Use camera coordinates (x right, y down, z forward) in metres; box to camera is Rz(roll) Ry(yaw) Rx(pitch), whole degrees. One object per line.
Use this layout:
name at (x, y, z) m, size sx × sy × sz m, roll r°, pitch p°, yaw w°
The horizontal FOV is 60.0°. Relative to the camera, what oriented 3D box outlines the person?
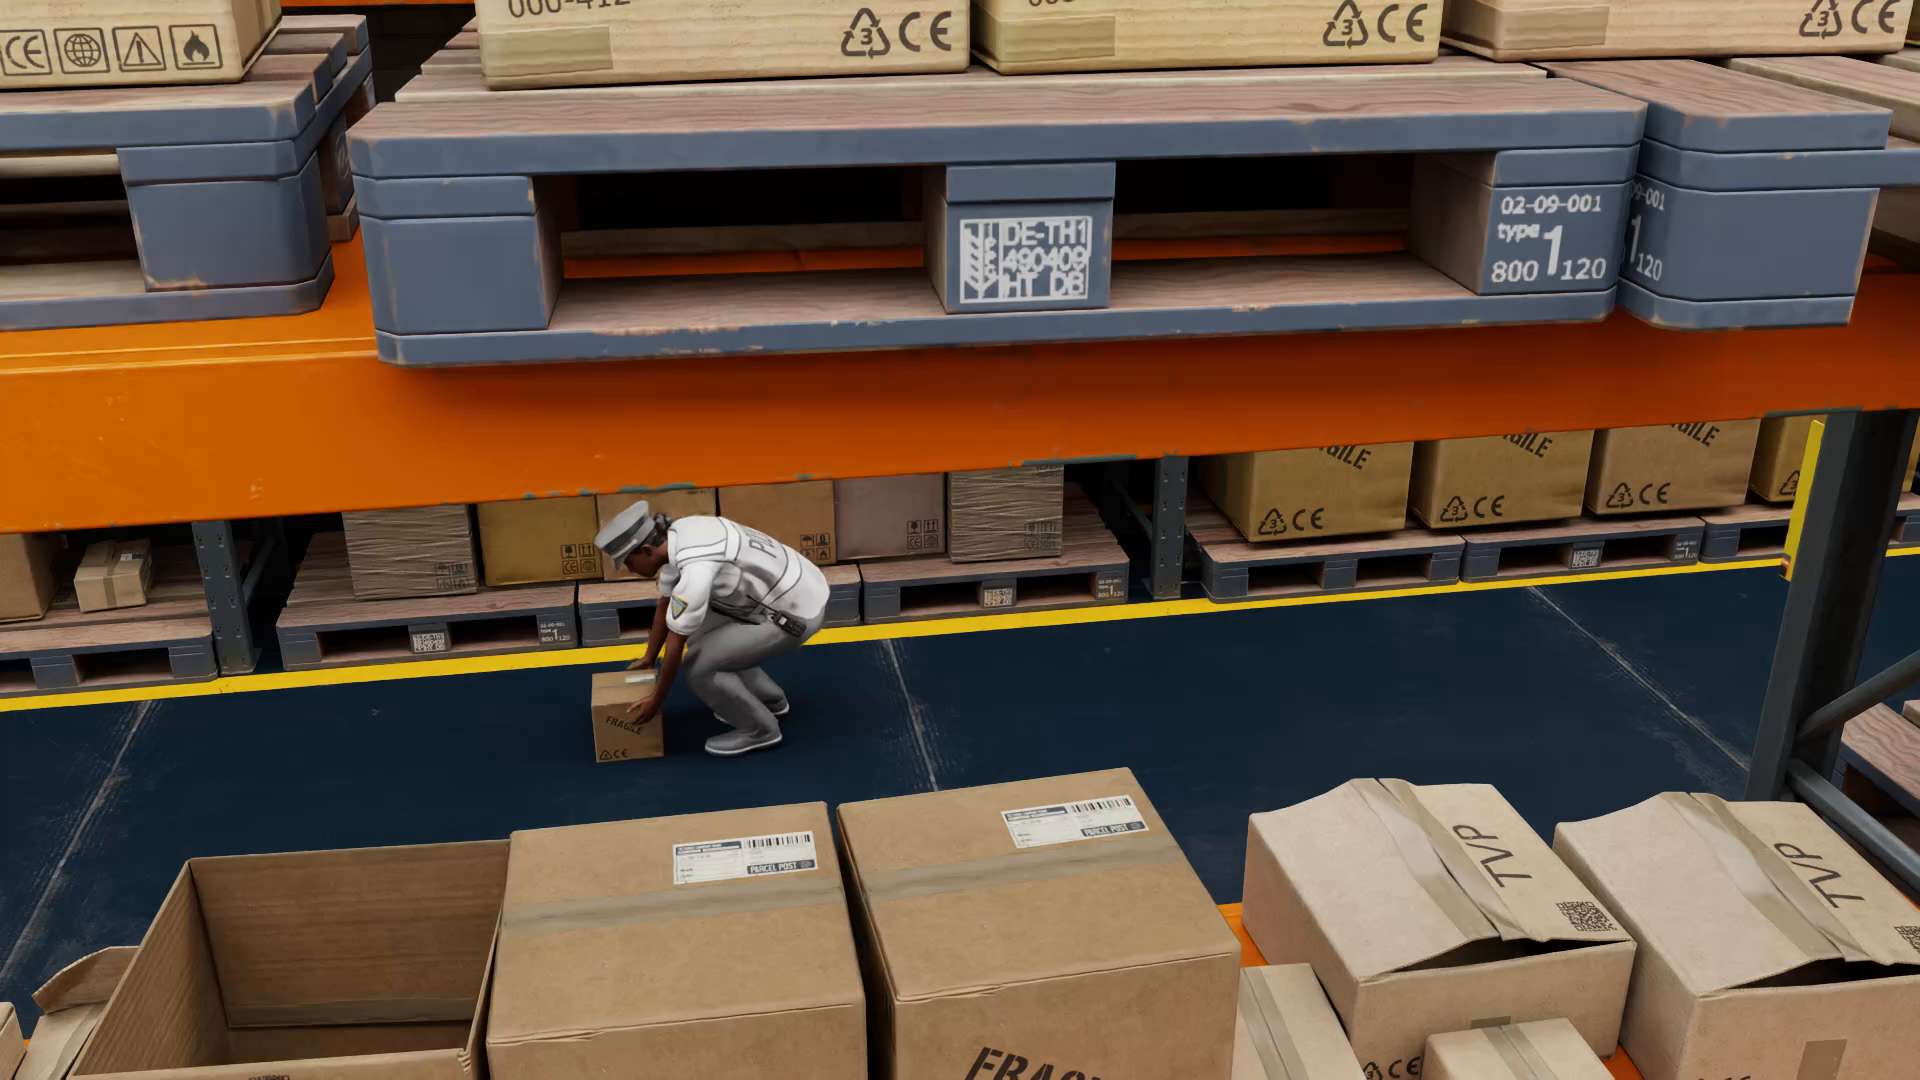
person at (-0.910, 0.304, 6.226) m, size 0.850 × 1.011 × 0.488 m, roll -4°, pitch 24°, yaw -10°
